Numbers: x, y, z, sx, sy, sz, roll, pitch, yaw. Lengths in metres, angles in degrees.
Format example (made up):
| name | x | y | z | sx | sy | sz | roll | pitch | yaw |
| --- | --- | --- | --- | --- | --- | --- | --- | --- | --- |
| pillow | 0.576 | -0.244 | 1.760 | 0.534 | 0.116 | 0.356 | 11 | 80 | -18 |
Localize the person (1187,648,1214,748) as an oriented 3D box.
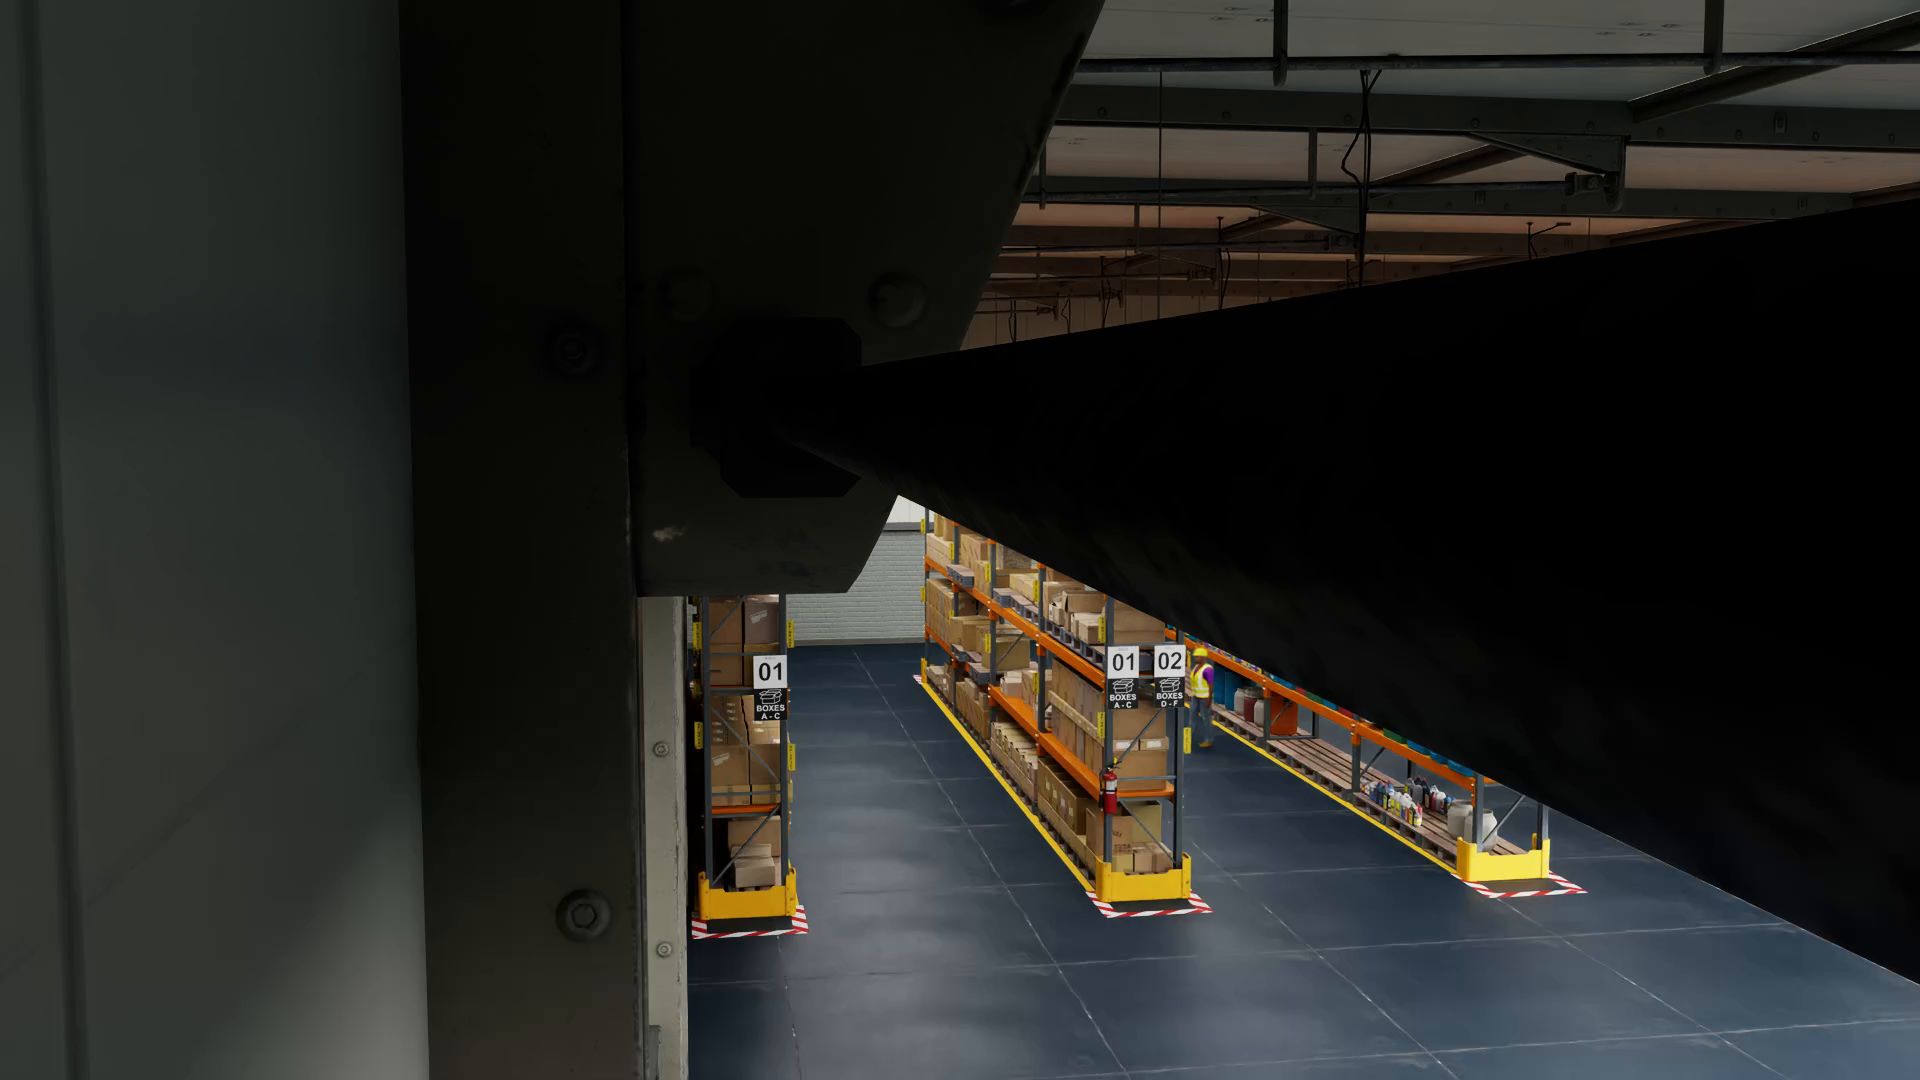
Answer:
| name | x | y | z | sx | sy | sz | roll | pitch | yaw |
| --- | --- | --- | --- | --- | --- | --- | --- | --- | --- |
| person | 4.259 | 2.833 | 29.852 | 0.580 | 1.780 | 0.604 | -2 | 5 | -22 |
